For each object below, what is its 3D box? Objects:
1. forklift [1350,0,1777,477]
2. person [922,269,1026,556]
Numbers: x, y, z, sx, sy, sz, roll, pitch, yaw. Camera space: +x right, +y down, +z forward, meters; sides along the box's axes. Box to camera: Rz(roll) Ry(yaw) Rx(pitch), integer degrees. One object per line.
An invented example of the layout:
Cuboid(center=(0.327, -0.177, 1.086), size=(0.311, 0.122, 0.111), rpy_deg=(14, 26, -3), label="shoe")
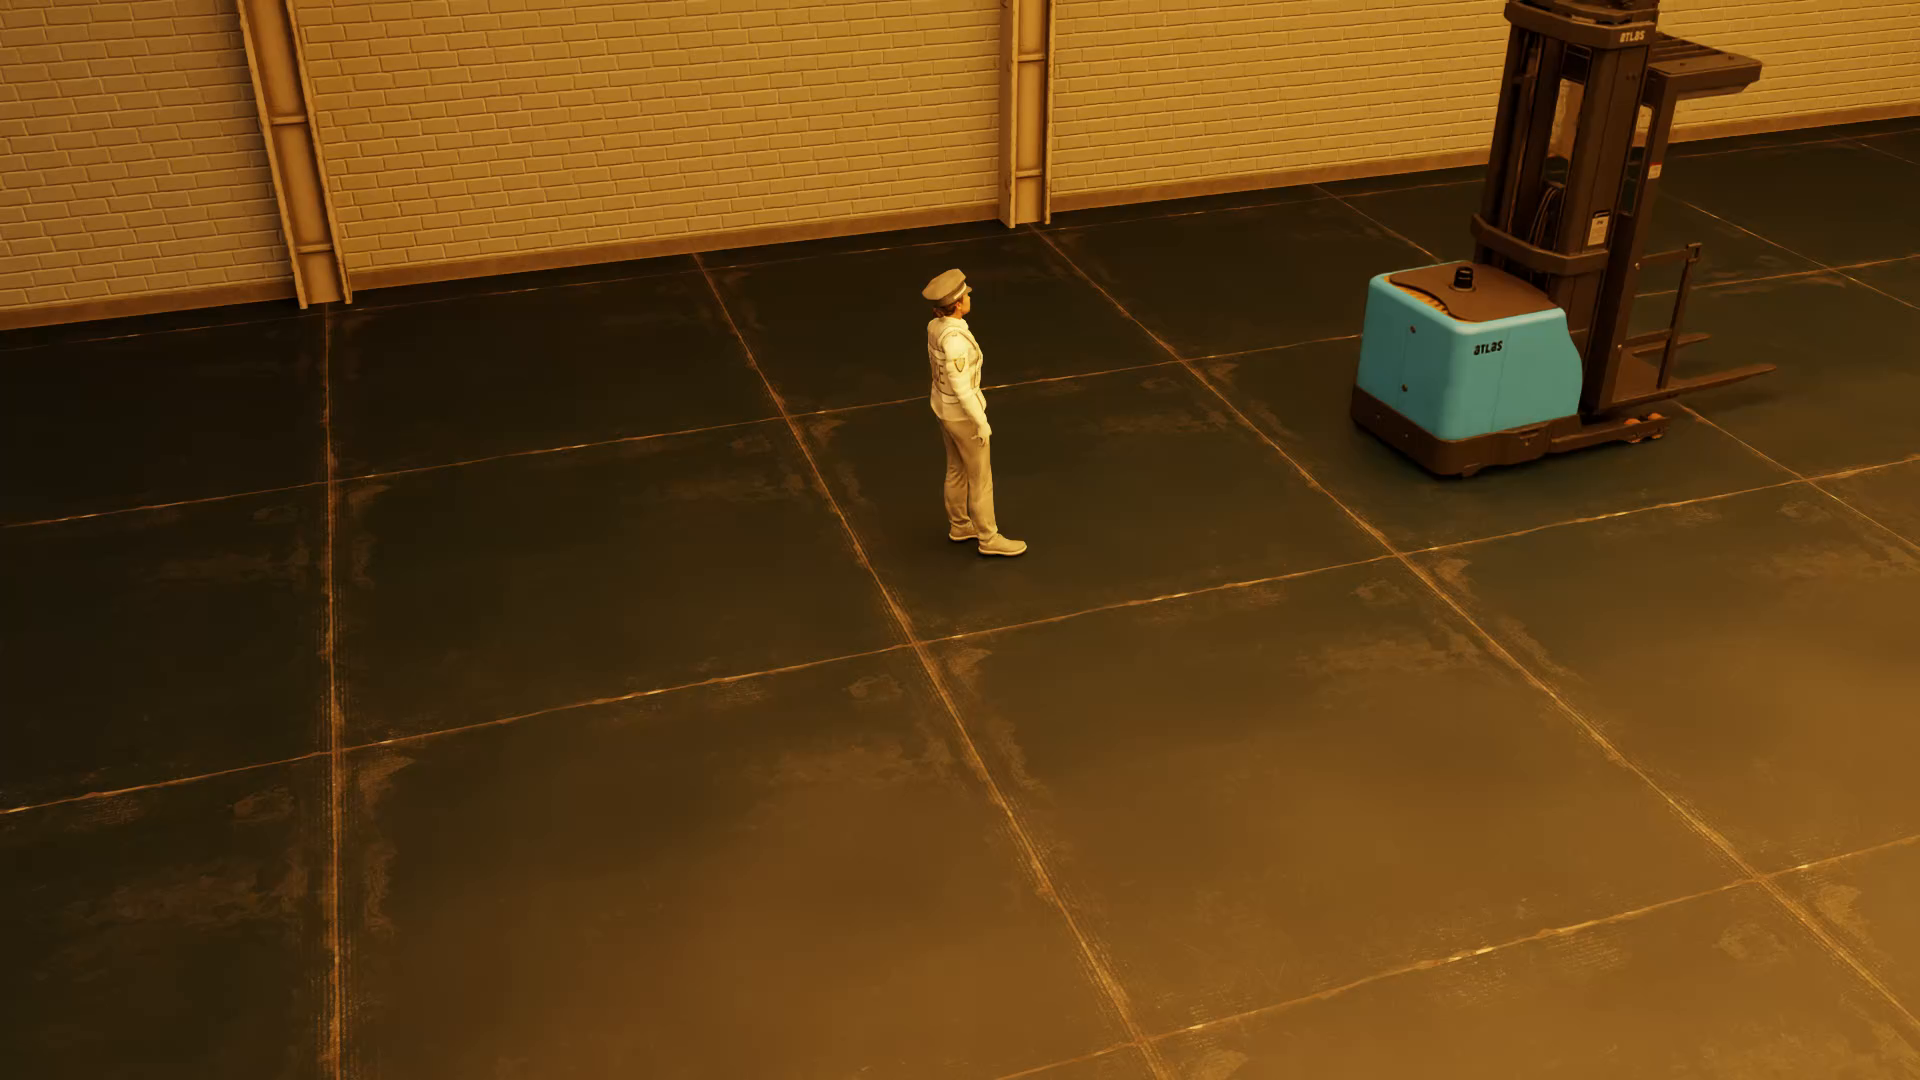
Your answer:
Cuboid(center=(4.229, -2.145, 10.815), size=(3.031, 2.935, 1.130), rpy_deg=(-12, 32, -20), label="forklift")
Cuboid(center=(0.068, -0.748, 9.613), size=(0.530, 1.694, 0.586), rpy_deg=(-10, 31, -16), label="person")
